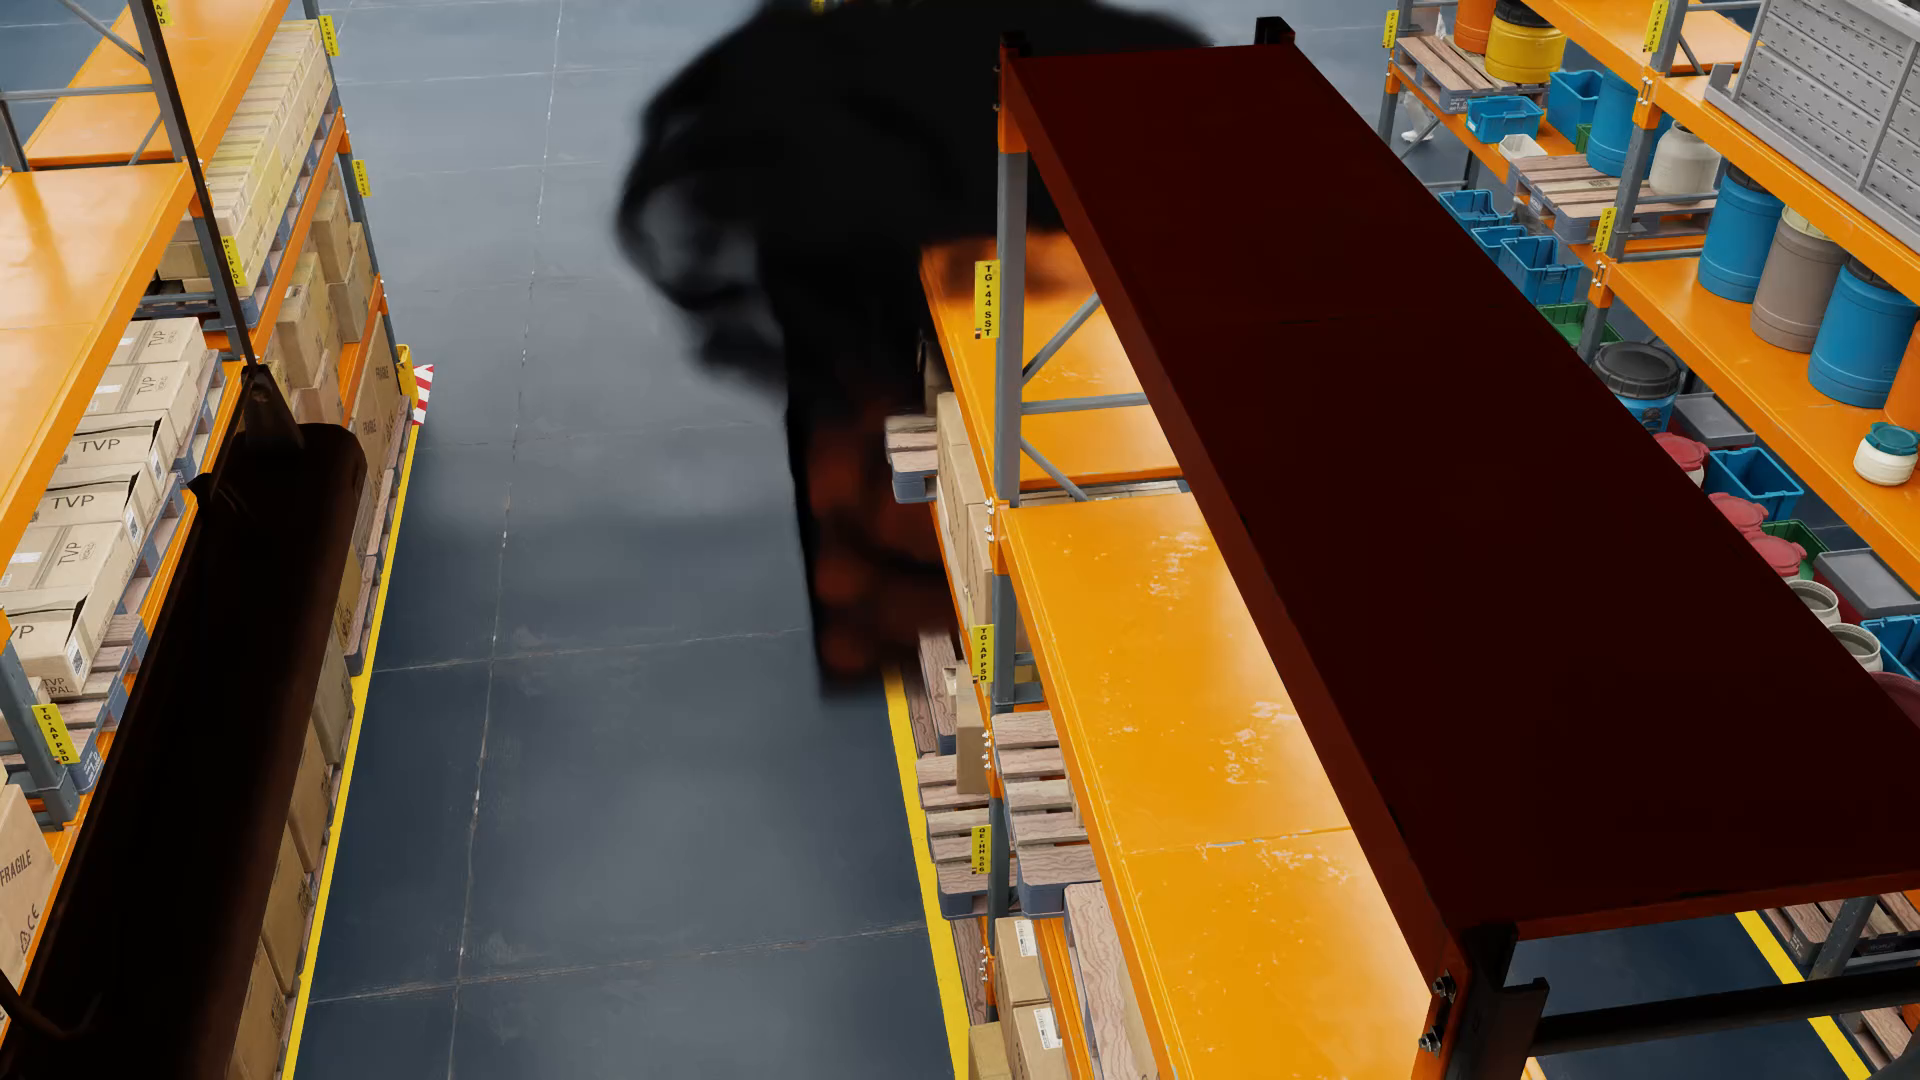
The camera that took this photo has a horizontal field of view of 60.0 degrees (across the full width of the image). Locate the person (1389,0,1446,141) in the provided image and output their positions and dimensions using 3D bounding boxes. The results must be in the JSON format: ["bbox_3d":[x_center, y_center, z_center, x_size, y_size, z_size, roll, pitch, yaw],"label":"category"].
[{"bbox_3d":[5.346,-5.533,19.522,0.670,1.729,0.703,10,37,13],"label":"person"}]

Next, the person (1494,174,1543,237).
[{"bbox_3d":[5.477,-3.276,16.011,0.718,1.843,0.644,25,43,30],"label":"person"}]
